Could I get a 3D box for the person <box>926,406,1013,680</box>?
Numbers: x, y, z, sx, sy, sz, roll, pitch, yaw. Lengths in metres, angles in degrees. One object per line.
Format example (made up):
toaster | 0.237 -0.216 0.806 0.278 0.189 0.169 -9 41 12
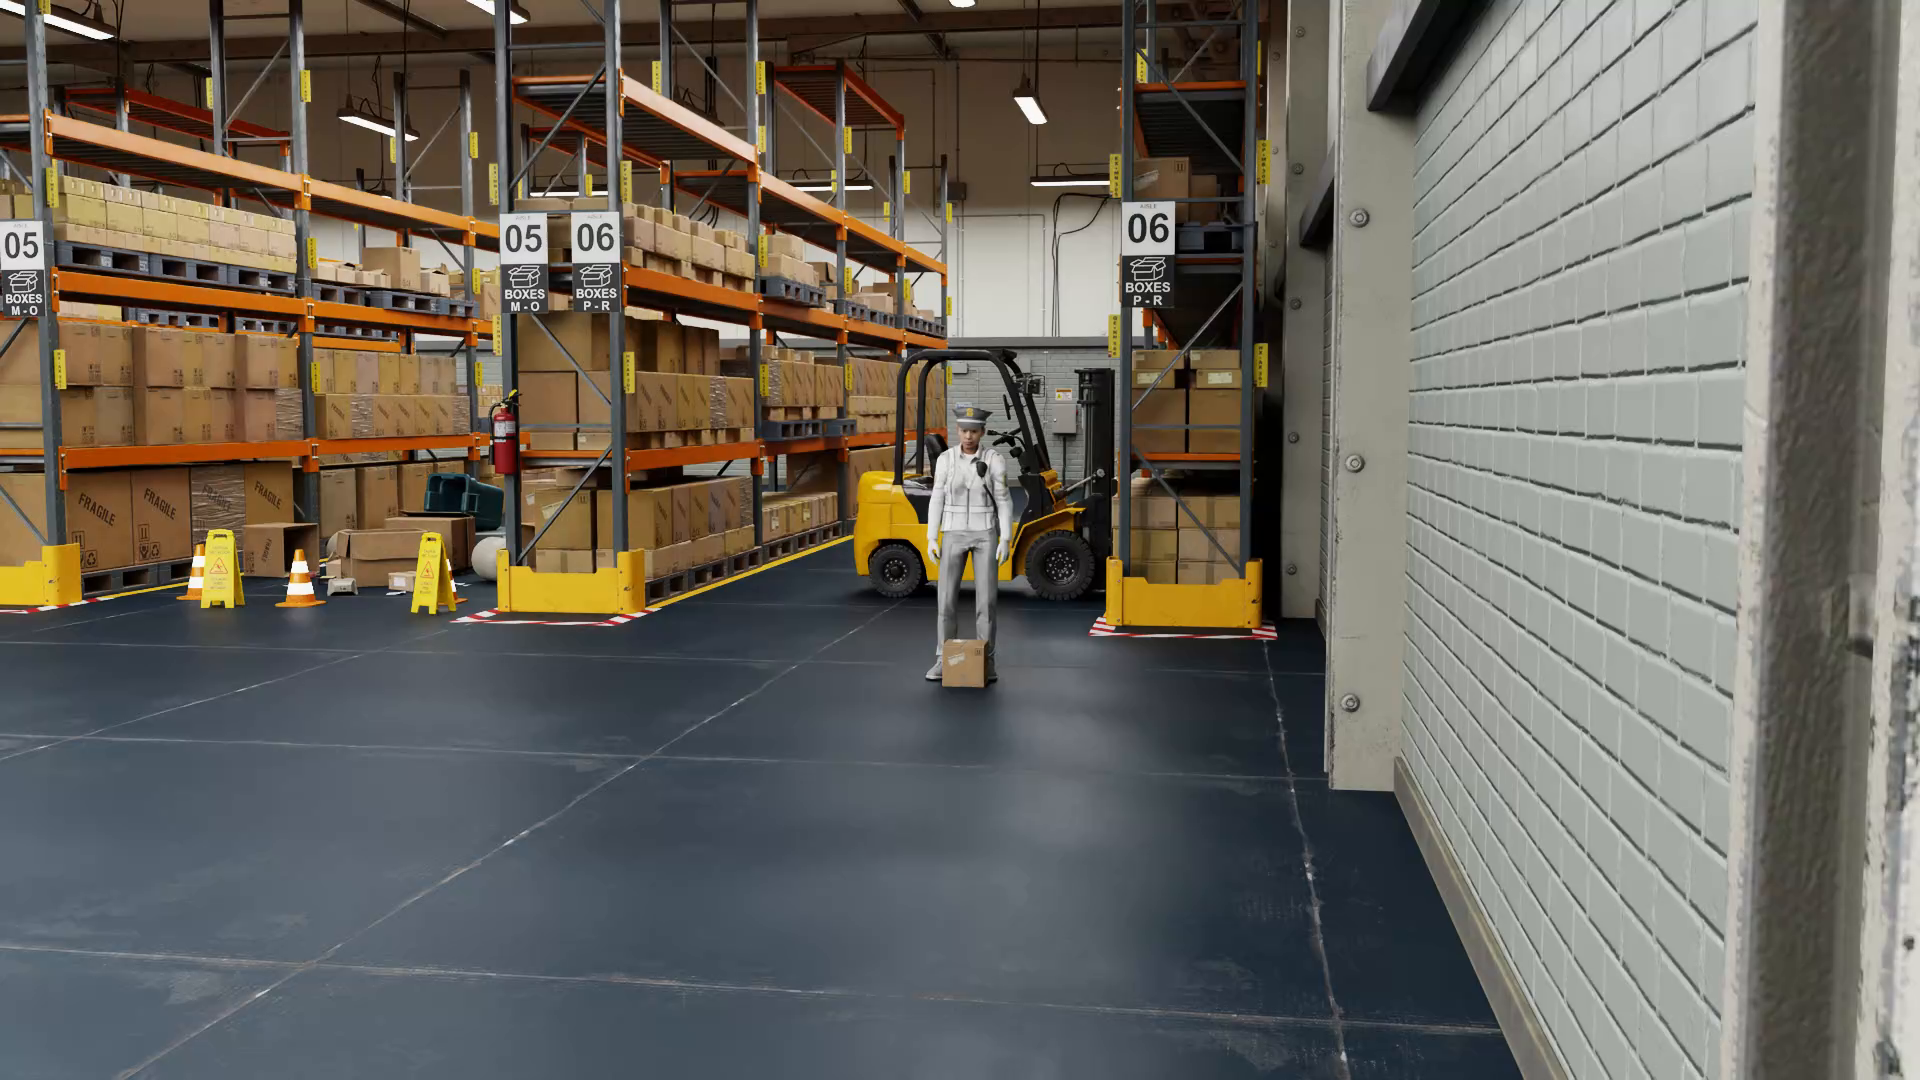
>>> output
person | 0.060 0.016 10.169 0.529 1.664 0.375 1 5 8
